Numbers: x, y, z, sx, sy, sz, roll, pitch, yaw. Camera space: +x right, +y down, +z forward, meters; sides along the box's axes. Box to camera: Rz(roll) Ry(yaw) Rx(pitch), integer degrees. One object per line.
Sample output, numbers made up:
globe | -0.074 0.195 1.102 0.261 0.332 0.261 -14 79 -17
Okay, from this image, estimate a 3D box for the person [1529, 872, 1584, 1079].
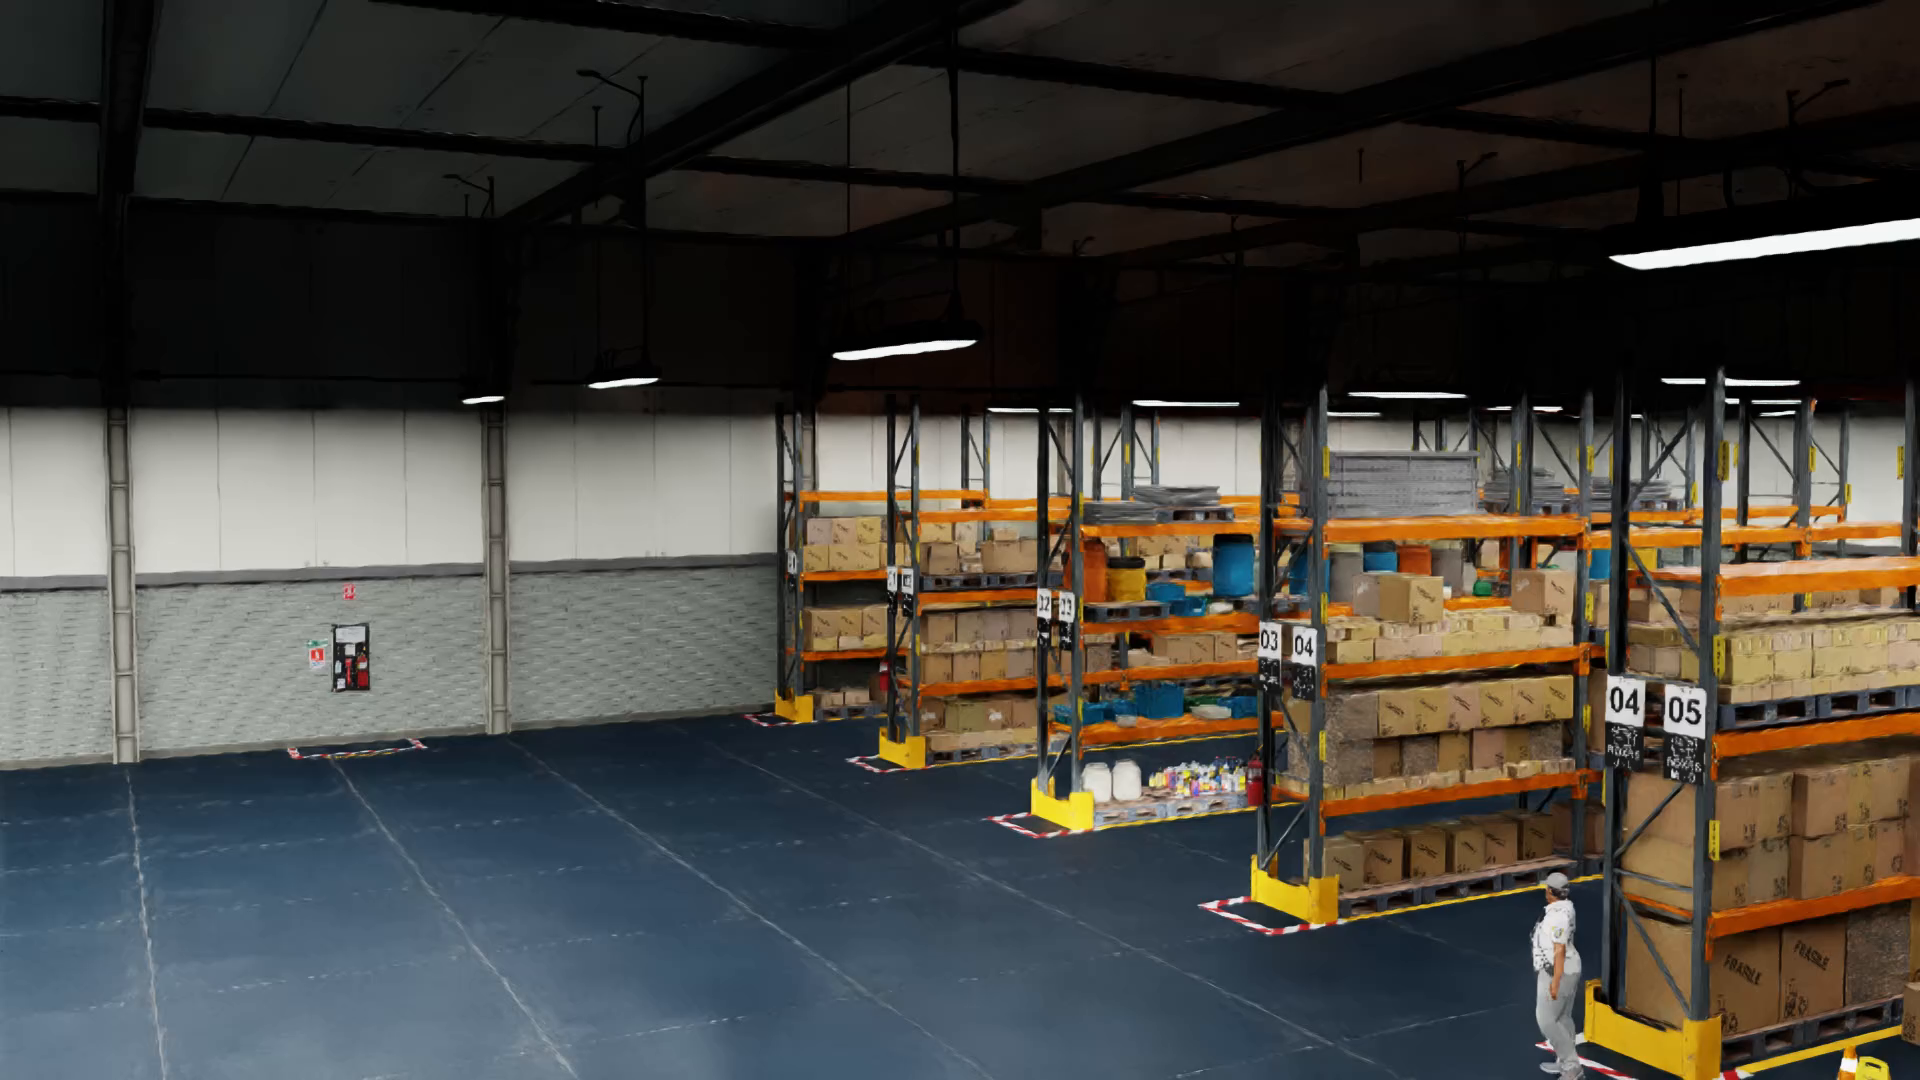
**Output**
person | 4.889 3.560 13.593 0.435 1.657 0.608 2 4 27
